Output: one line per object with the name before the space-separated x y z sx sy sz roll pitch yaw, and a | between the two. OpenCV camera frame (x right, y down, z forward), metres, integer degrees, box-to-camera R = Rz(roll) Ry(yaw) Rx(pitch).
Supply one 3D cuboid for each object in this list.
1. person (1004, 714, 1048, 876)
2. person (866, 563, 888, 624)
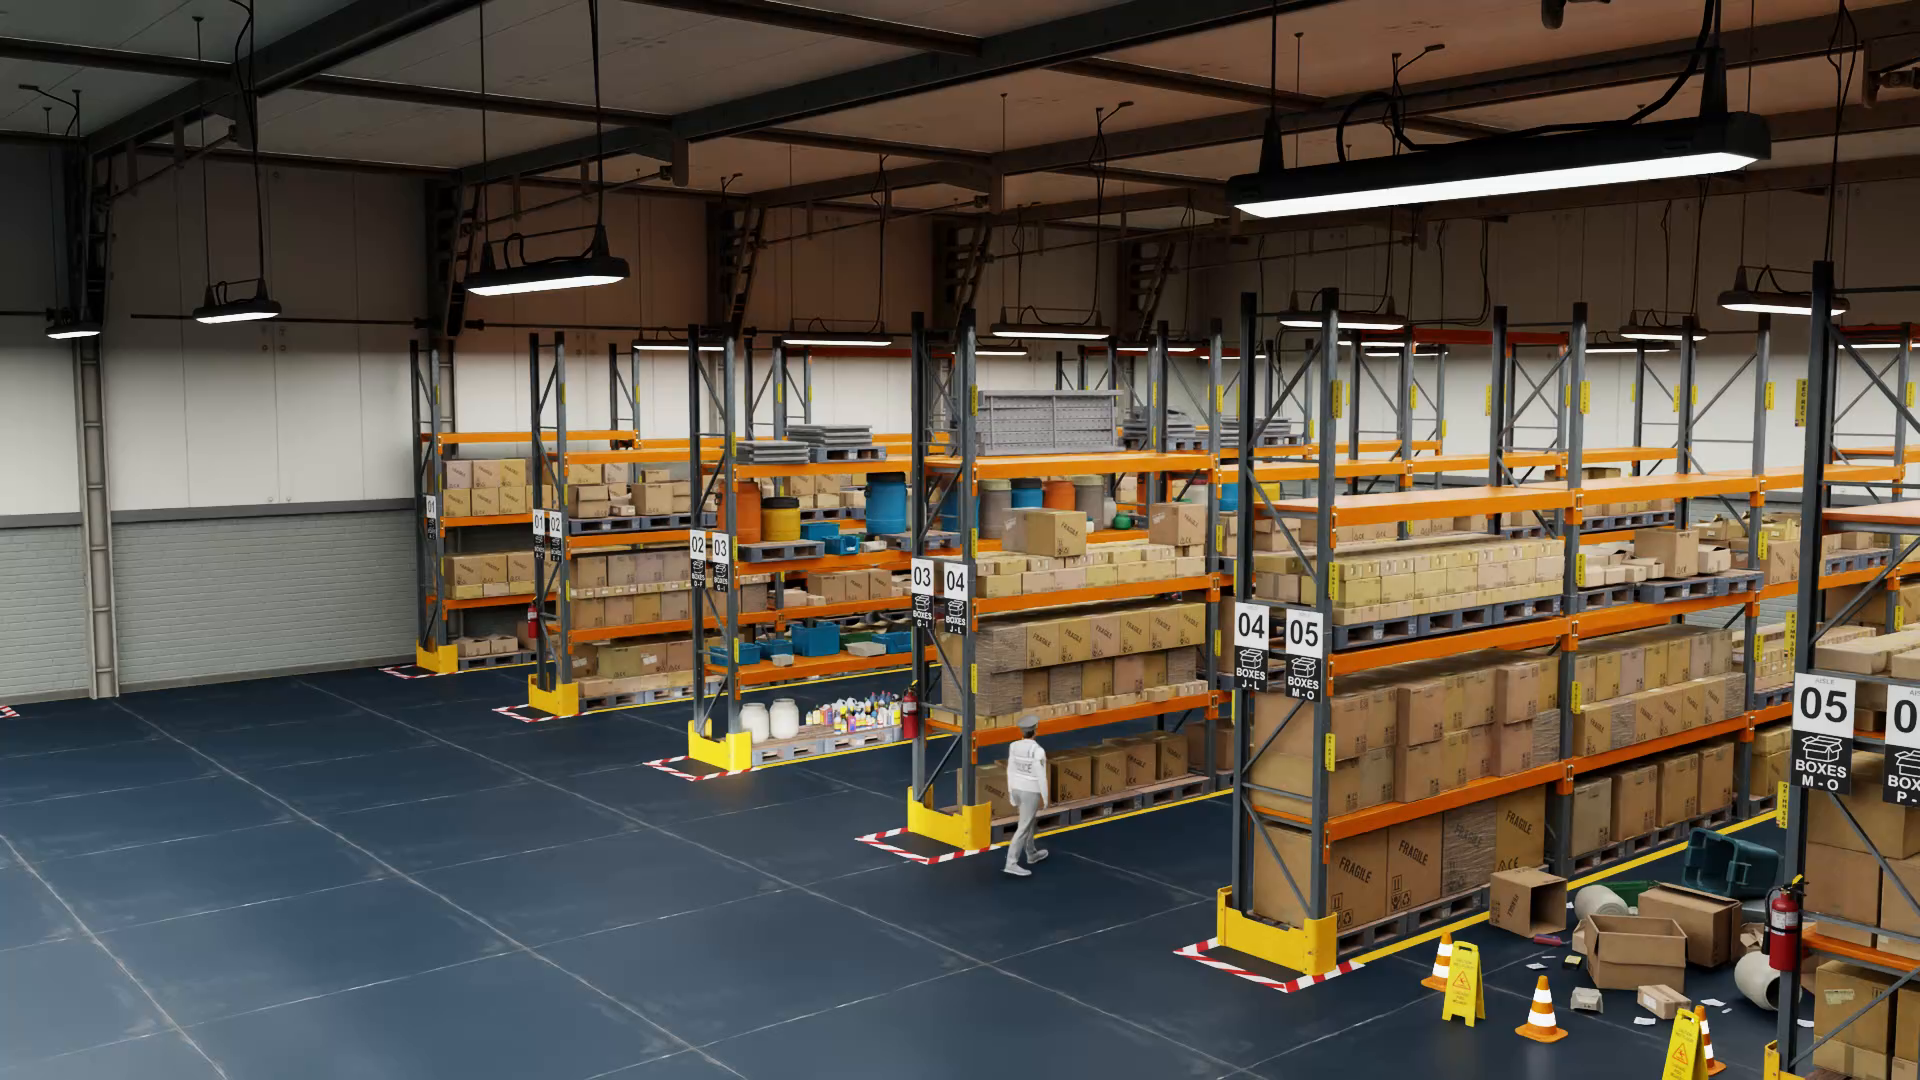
person | 0.752 2.693 17.734 0.761 1.667 0.495 -4 7 -36
person | -1.729 1.192 33.966 1.045 1.619 0.433 -4 7 -40
